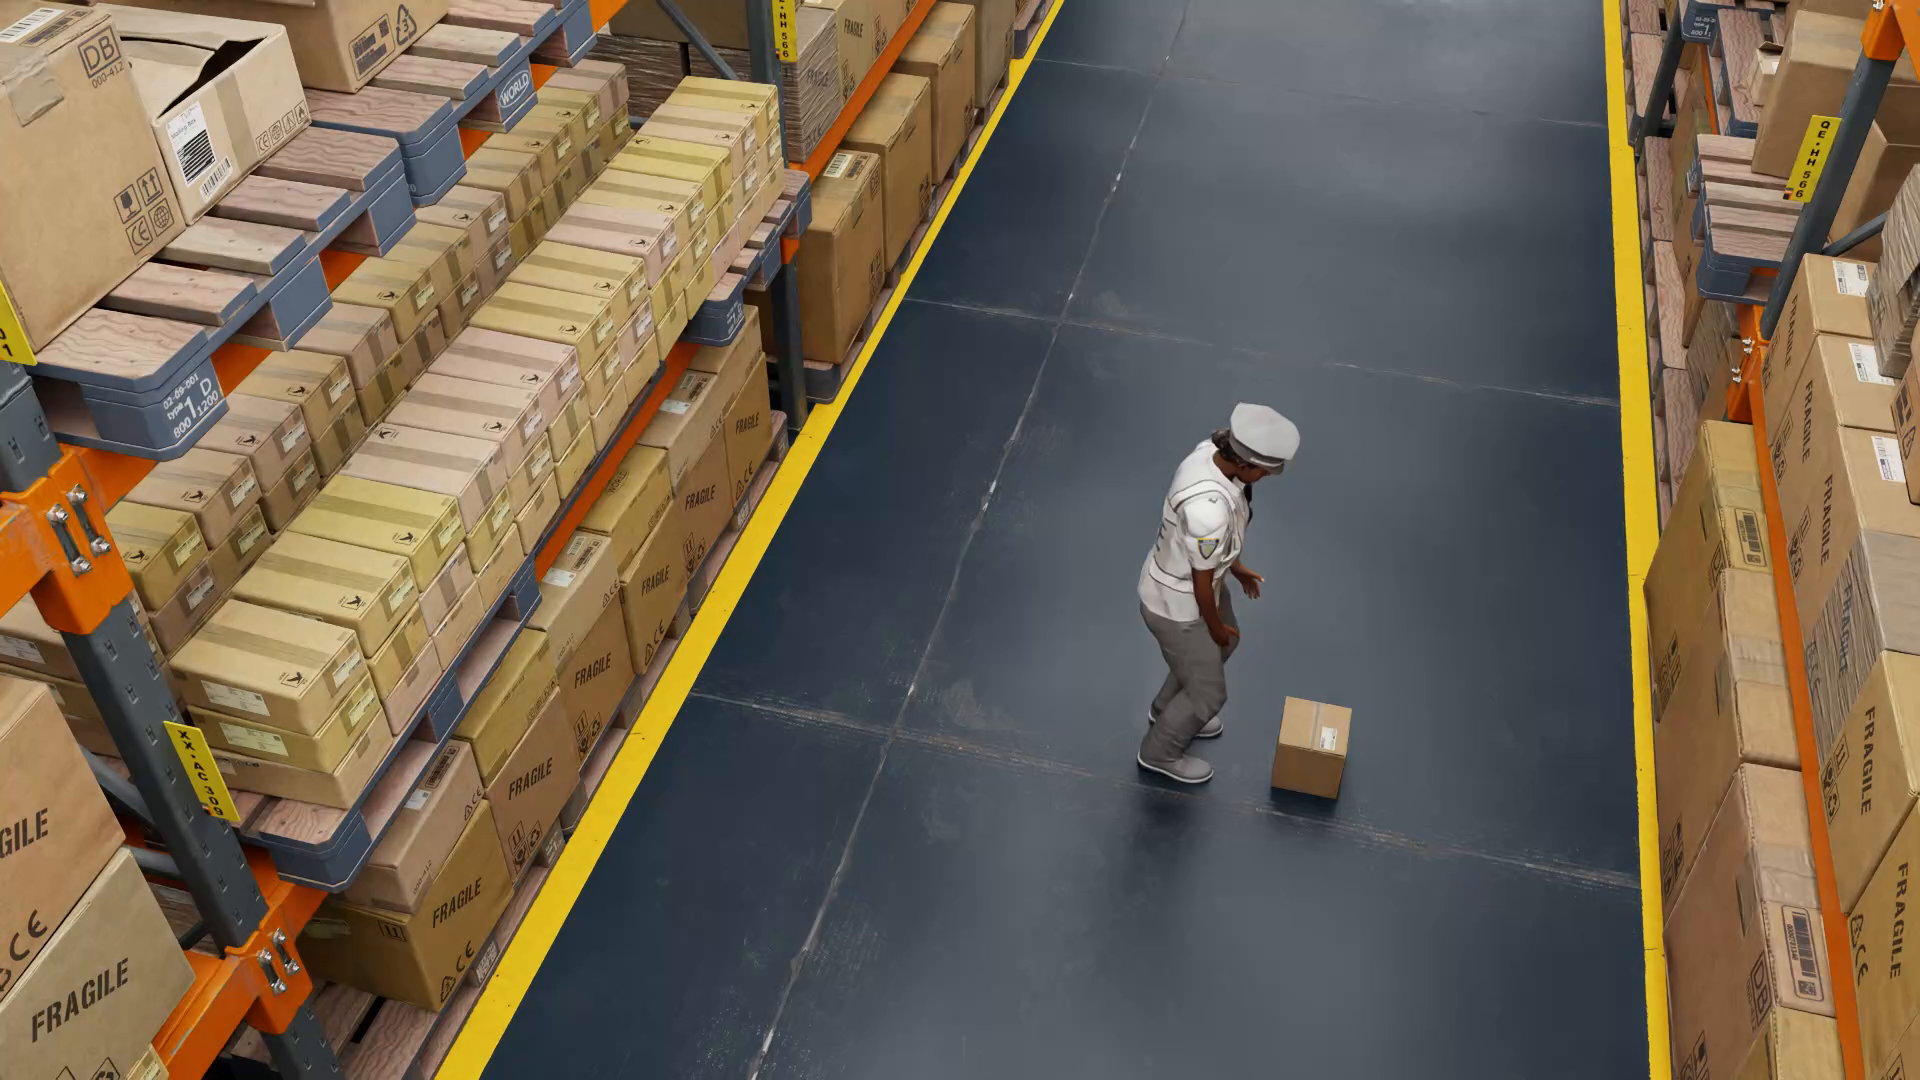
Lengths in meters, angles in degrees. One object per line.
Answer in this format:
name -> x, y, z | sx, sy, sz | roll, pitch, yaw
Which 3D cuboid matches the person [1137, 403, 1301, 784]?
person -> 0.887, 0.190, 5.997 | 0.480, 1.604, 0.465 | 11, 42, 12
